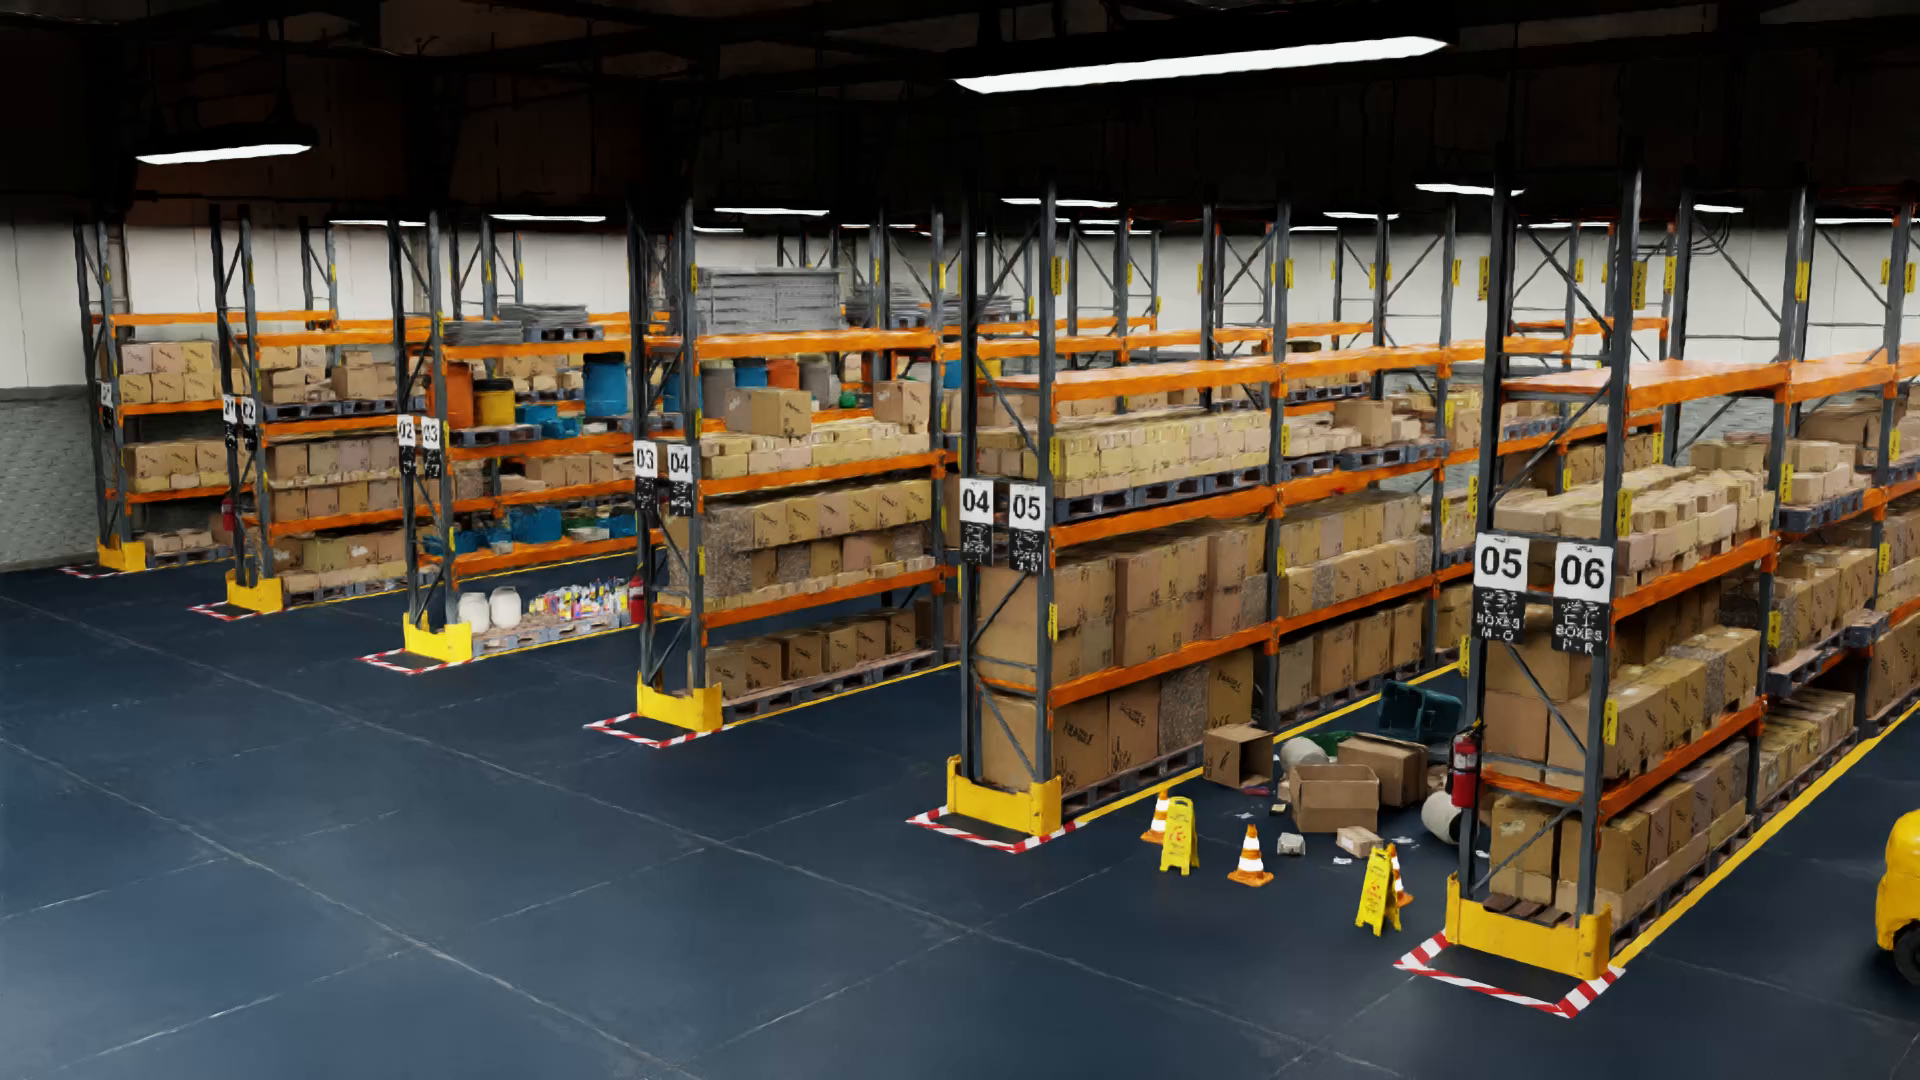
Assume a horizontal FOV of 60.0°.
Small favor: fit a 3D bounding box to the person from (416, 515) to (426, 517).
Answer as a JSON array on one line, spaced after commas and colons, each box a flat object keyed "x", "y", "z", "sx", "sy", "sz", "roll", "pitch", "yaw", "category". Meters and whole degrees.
[{"x": -9.689, "y": -0.612, "z": 29.640, "sx": 0.452, "sy": 1.733, "sz": 0.593, "roll": 2, "pitch": 10, "yaw": 11, "category": "person"}]

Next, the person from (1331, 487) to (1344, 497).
[{"x": 5.897, "y": -0.057, "z": 26.134, "sx": 0.646, "sy": 1.785, "sz": 0.547, "roll": -4, "pitch": 10, "yaw": -21, "category": "person"}]
